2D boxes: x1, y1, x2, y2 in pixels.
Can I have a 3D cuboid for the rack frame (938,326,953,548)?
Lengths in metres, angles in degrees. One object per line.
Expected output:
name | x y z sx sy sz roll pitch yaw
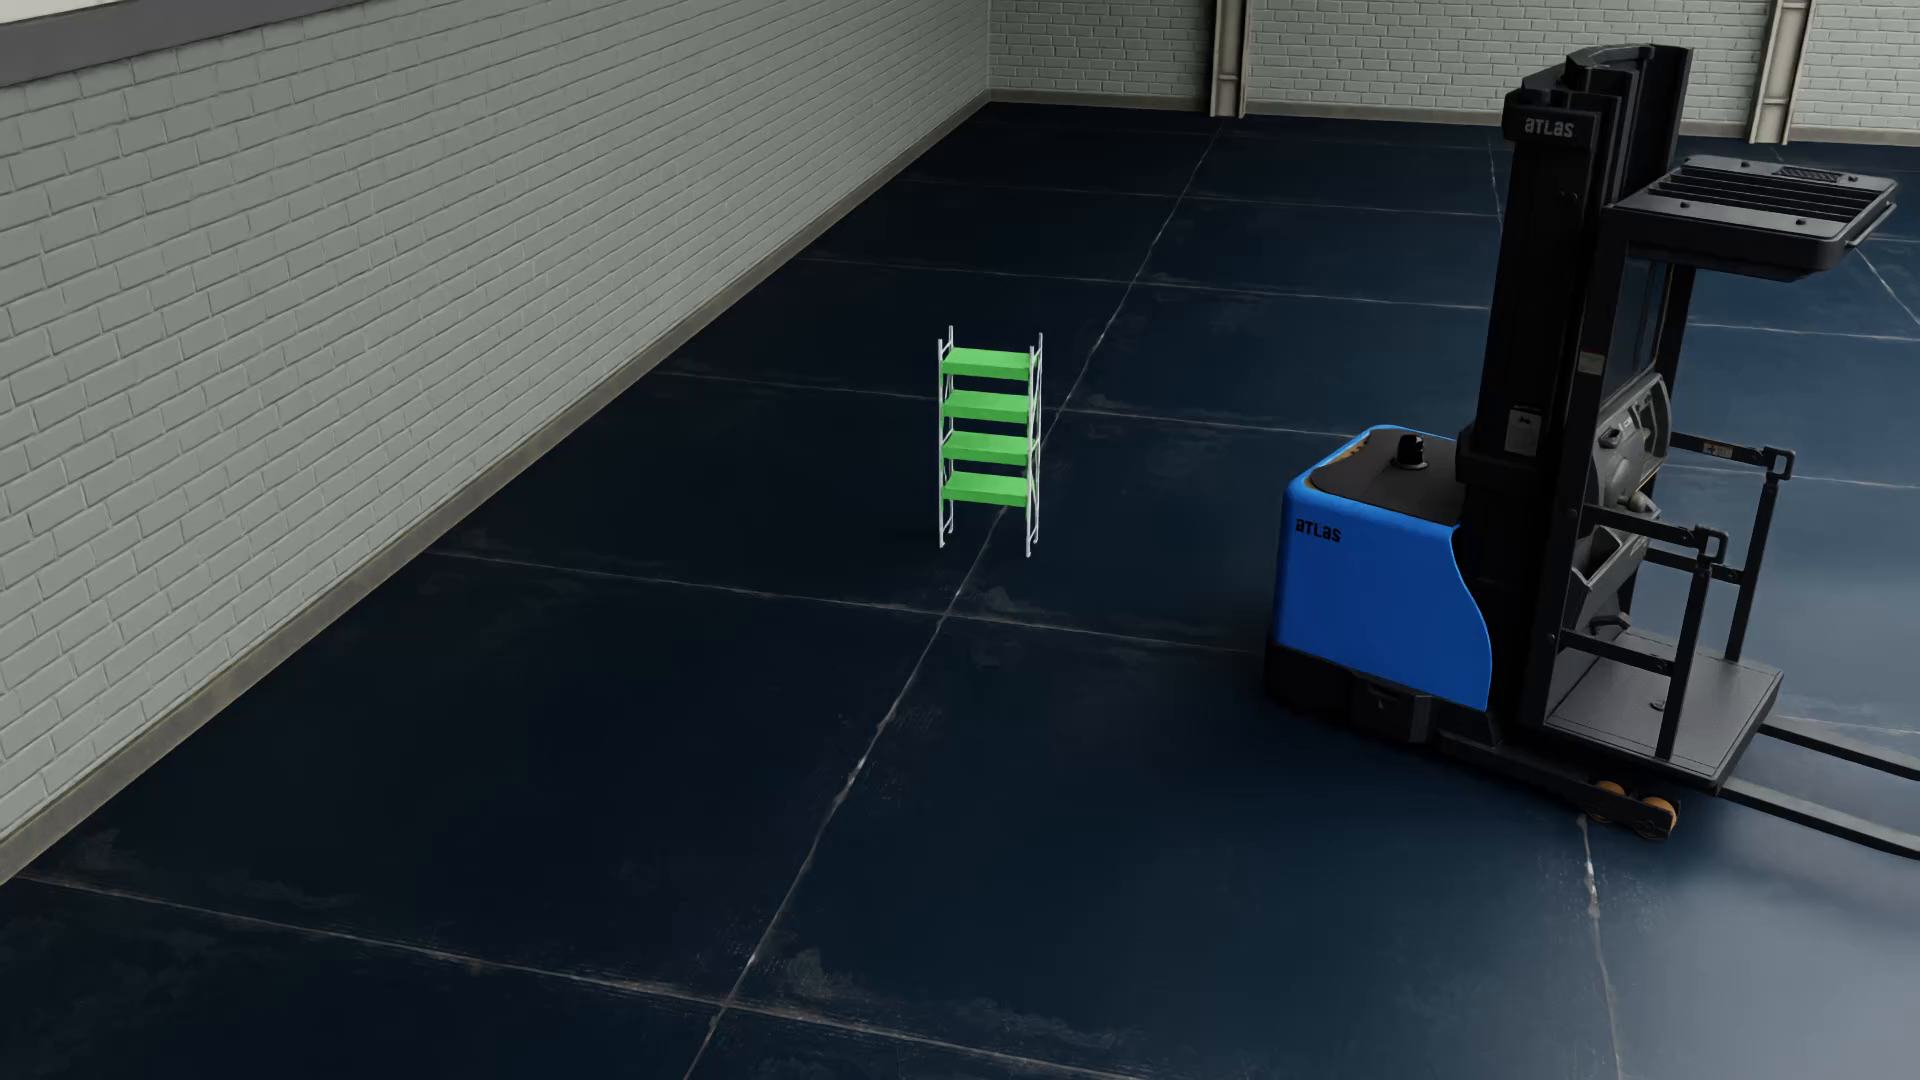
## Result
rack frame | -0.076 -0.550 9.010 0.015 1.200 0.240 6 26 13

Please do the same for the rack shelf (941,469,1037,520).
rack shelf | 0.160 -0.250 9.085 0.480 0.148 0.258 6 26 13

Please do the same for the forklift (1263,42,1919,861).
forklift | 2.882 -0.374 6.626 3.031 2.935 1.130 18 31 33

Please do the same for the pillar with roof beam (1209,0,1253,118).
pillar with roof beam | 2.140 -7.379 14.280 0.400 9.000 9.100 6 26 13

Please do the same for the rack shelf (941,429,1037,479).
rack shelf | 0.160 -0.466 8.982 0.480 0.148 0.258 6 26 13

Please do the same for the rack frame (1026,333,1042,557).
rack frame | 0.397 -0.498 8.900 0.015 1.200 0.240 6 26 13

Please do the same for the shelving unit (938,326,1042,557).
shelving unit | 0.160 -0.524 8.955 0.503 1.200 0.258 6 26 13

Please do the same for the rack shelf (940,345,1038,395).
rack shelf | 0.160 -0.900 8.776 0.480 0.148 0.258 6 26 13

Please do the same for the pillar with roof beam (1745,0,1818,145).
pillar with roof beam | 7.950 -6.736 12.931 0.400 9.000 9.100 6 26 13

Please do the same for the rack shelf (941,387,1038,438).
rack shelf | 0.160 -0.683 8.879 0.480 0.148 0.258 6 26 13
